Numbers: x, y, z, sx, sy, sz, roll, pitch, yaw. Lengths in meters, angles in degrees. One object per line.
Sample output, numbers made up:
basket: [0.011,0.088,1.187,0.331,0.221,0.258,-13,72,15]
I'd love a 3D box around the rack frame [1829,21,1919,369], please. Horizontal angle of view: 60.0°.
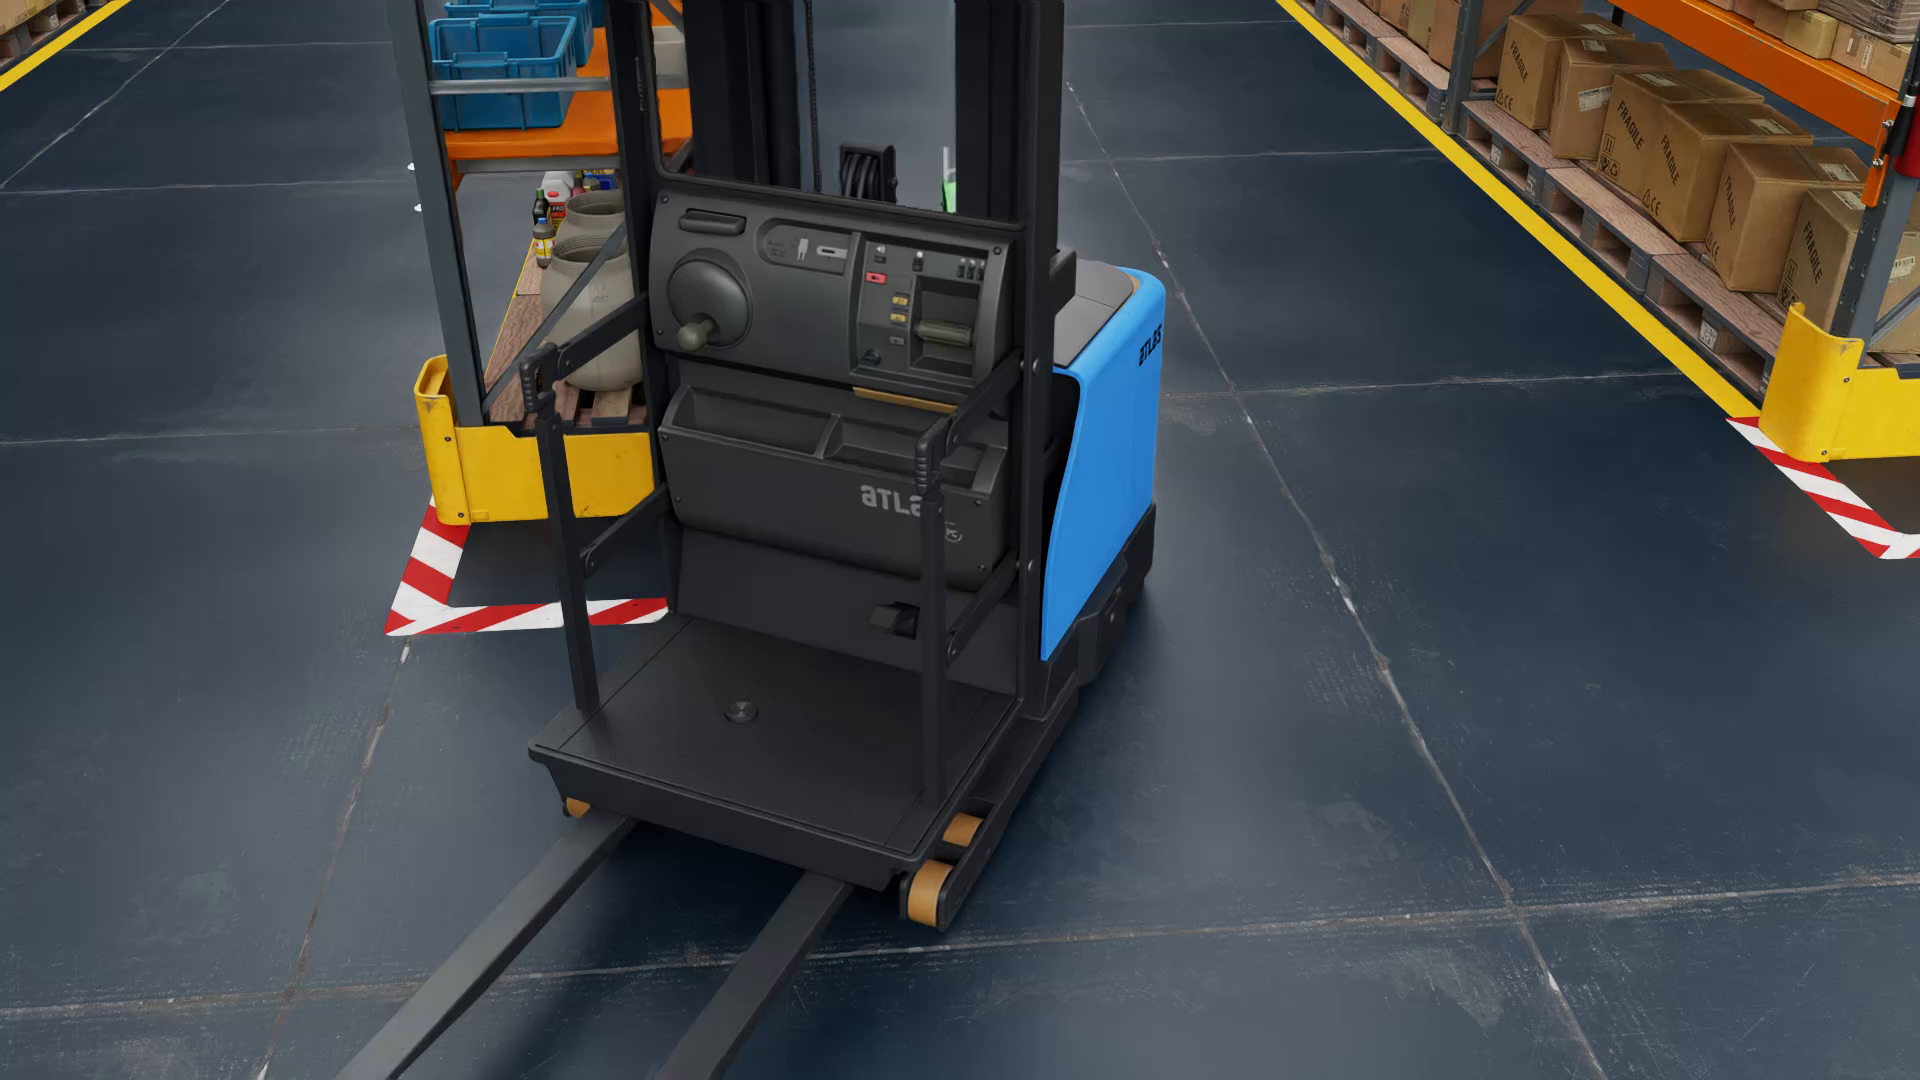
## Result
rack frame: [3.709,-1.653,5.592,1.000,3.000,0.127,-3,31,-5]

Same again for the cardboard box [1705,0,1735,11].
cardboard box: [3.343,-2.318,6.951,0.380,0.149,0.250,-3,31,-5]

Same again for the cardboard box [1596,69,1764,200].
cardboard box: [3.530,-1.991,8.186,0.500,0.500,0.500,-5,31,-9]

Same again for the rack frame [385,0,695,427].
rack frame: [-1.223,-1.416,5.195,1.000,3.000,0.127,-3,31,-5]

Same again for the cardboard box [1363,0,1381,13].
cardboard box: [3.168,-3.940,11.430,0.700,0.500,0.500,0,31,0]

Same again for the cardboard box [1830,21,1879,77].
cardboard box: [3.454,-1.809,6.098,0.380,0.149,0.250,-3,31,-5]

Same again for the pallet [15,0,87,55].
pallet: [-6.864,-3.645,11.647,1.003,0.211,1.213,-3,31,-5]

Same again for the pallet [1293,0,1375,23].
pallet: [3.033,-4.141,12.477,1.003,0.211,1.213,-3,31,-5]

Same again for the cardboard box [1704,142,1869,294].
cardboard box: [3.577,-1.383,7.169,0.500,0.500,0.500,5,31,8]

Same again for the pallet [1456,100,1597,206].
pallet: [3.433,-2.157,9.155,1.003,0.211,1.213,-3,31,-5]

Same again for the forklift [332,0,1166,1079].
forklift: [-0.411,-0.545,3.805,1.130,2.935,3.031,12,33,20]

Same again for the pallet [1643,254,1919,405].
pallet: [3.661,-0.911,7.070,1.003,0.211,1.213,-3,31,-5]

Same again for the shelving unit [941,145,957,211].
shelving unit: [0.080,-0.702,5.754,0.258,1.200,0.503,-2,31,-3]

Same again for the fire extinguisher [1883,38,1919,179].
fire extinguisher: [3.261,-1.539,5.477,0.296,0.674,0.183,-3,31,-5]

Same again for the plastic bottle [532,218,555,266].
plastic bottle: [-1.831,-1.320,7.335,0.097,0.201,0.097,0,31,0]

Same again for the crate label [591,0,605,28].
crate label: [-1.664,-2.358,6.738,0.502,0.435,0.616,-3,31,-5]

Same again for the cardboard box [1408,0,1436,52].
cardboard box: [3.273,-3.370,10.475,0.700,0.500,0.500,-3,31,-5]

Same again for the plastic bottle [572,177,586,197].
plastic bottle: [-1.721,-1.491,7.540,0.061,0.283,0.133,-3,31,-5]

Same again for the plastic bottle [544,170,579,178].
plastic bottle: [-1.859,-1.669,7.774,0.144,0.351,0.185,-2,31,-3]

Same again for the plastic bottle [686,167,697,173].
plastic bottle: [-1.296,-1.814,8.082,0.061,0.283,0.133,-3,31,-5]

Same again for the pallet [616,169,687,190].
pallet: [-1.575,-1.916,8.752,1.003,0.211,1.213,-3,31,-5]

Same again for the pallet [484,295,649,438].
pallet: [-1.347,-0.670,6.666,1.003,0.211,1.213,-3,31,-5]

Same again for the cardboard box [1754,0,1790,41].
cardboard box: [3.371,-2.062,6.522,0.380,0.149,0.250,-3,31,-5]

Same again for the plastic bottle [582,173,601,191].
plastic bottle: [-1.743,-1.633,7.859,0.097,0.201,0.097,0,31,0]

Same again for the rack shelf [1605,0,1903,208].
rack shelf: [3.522,-2.365,7.486,1.077,0.370,4.000,-3,31,-5]

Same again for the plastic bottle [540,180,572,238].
plastic bottle: [-1.827,-1.482,7.533,0.152,0.276,0.135,-3,31,-4]

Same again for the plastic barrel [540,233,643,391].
plastic barrel: [-1.360,-0.860,6.282,0.421,0.512,0.421,0,31,0]

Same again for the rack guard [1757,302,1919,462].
rack guard: [3.702,-0.619,6.298,1.175,0.500,0.348,-3,31,-5]

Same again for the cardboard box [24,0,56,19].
cardboard box: [-6.558,-3.745,11.366,0.500,0.250,0.500,-3,31,-5]

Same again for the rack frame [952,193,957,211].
rack frame: [0.094,-0.577,5.545,0.240,1.200,0.015,-2,31,-3]

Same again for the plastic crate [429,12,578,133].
plastic crate: [-1.567,-1.593,5.637,0.499,0.251,0.616,-3,31,-5]

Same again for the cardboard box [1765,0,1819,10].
cardboard box: [3.518,-2.355,6.381,0.875,0.500,0.500,-3,31,-5]

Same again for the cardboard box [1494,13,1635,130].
cardboard box: [3.332,-2.596,9.200,0.500,0.500,0.500,-4,31,-6]
